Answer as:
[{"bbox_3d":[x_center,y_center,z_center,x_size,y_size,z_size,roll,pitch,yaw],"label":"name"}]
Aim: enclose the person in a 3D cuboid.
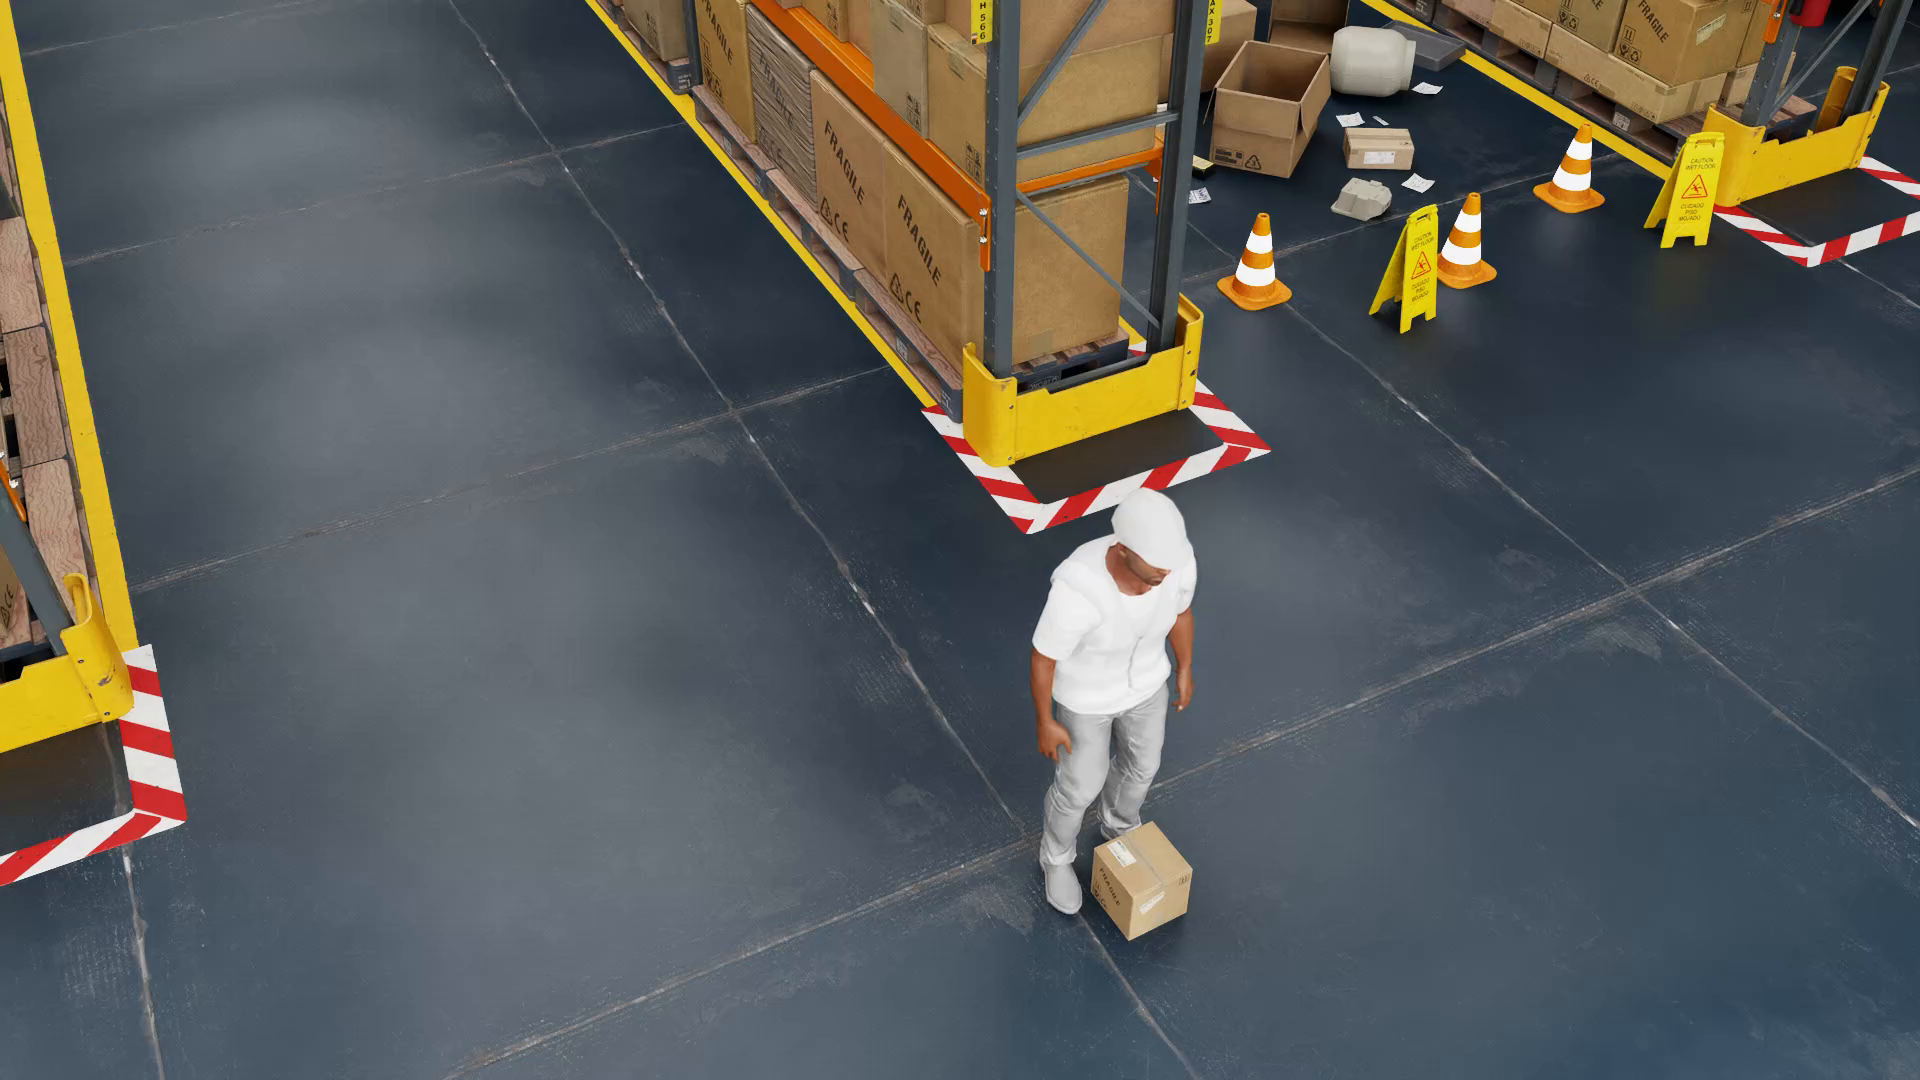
[{"bbox_3d":[0.519,0.512,5.559,0.626,1.757,0.458,-20,45,-22],"label":"person"}]
